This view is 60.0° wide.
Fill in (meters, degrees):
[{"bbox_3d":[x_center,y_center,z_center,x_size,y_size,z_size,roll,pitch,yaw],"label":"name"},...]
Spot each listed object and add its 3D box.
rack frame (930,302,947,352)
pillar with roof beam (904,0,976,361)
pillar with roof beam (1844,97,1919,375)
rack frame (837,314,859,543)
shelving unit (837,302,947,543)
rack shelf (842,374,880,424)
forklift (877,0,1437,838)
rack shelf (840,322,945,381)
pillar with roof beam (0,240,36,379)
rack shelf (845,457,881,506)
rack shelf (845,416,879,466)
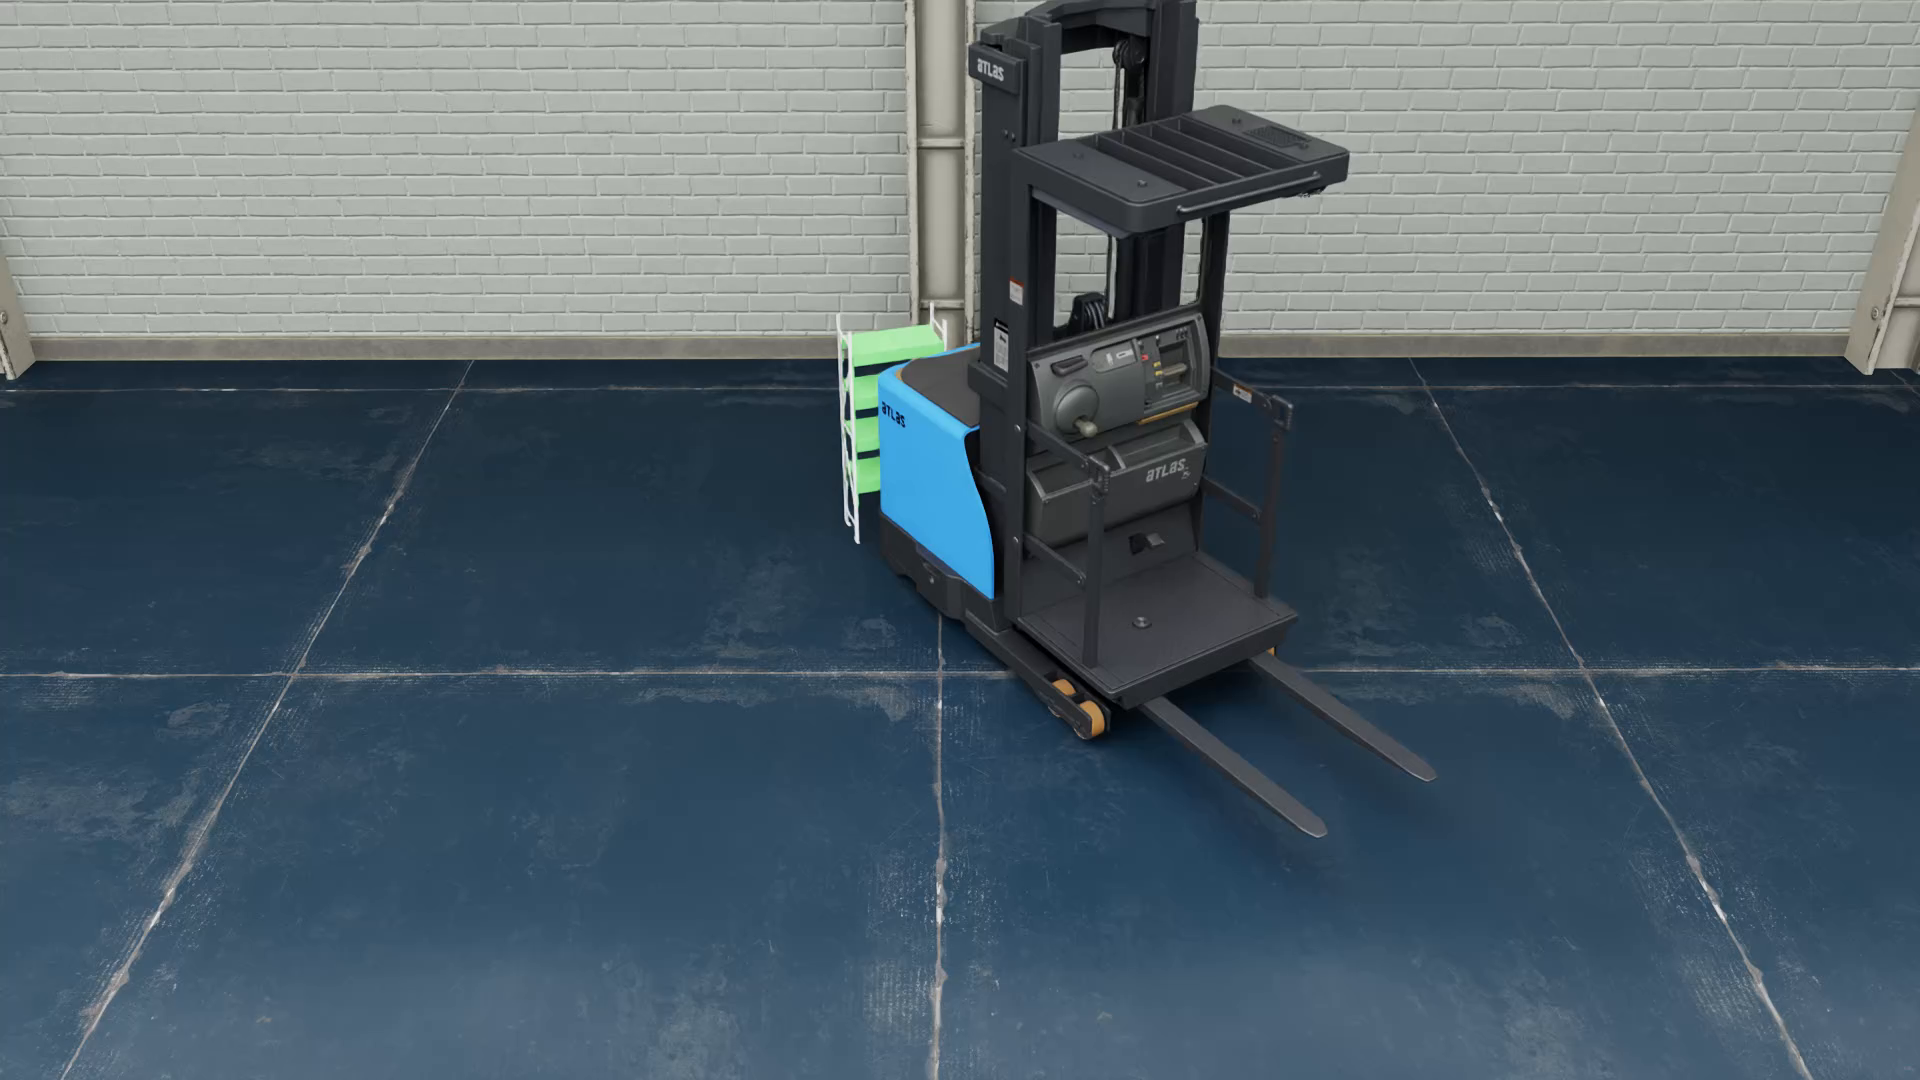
[{"bbox_3d":[-0.108,-0.633,8.636,0.015,1.200,0.240,-9,32,-15],"label":"rack frame"},{"bbox_3d":[-0.086,-2.718,4.555,0.400,9.000,9.100,0,31,0],"label":"pillar with roof beam"},{"bbox_3d":[5.914,-2.737,4.586,0.400,9.000,9.100,0,31,0],"label":"pillar with roof beam"},{"bbox_3d":[-0.573,-0.556,8.510,0.015,1.200,0.240,-9,32,-15],"label":"rack frame"},{"bbox_3d":[-0.340,-0.595,8.573,0.503,1.200,0.258,-9,32,-15],"label":"shelving unit"},{"bbox_3d":[-0.340,-0.745,8.482,0.480,0.148,0.258,-9,32,-15],"label":"rack shelf"},{"bbox_3d":[0.820,-0.661,7.013,1.130,2.935,3.031,-19,36,-28],"label":"forklift"},{"bbox_3d":[-0.340,-0.950,8.357,0.480,0.148,0.258,-9,32,-15],"label":"rack shelf"},{"bbox_3d":[-6.086,-2.699,4.524,0.400,9.000,9.100,0,31,0],"label":"pillar with roof beam"},{"bbox_3d":[-0.340,-0.335,8.731,0.480,0.148,0.258,-9,32,-15],"label":"rack shelf"},{"bbox_3d":[-0.340,-0.540,8.606,0.480,0.148,0.258,-9,32,-15],"label":"rack shelf"}]
